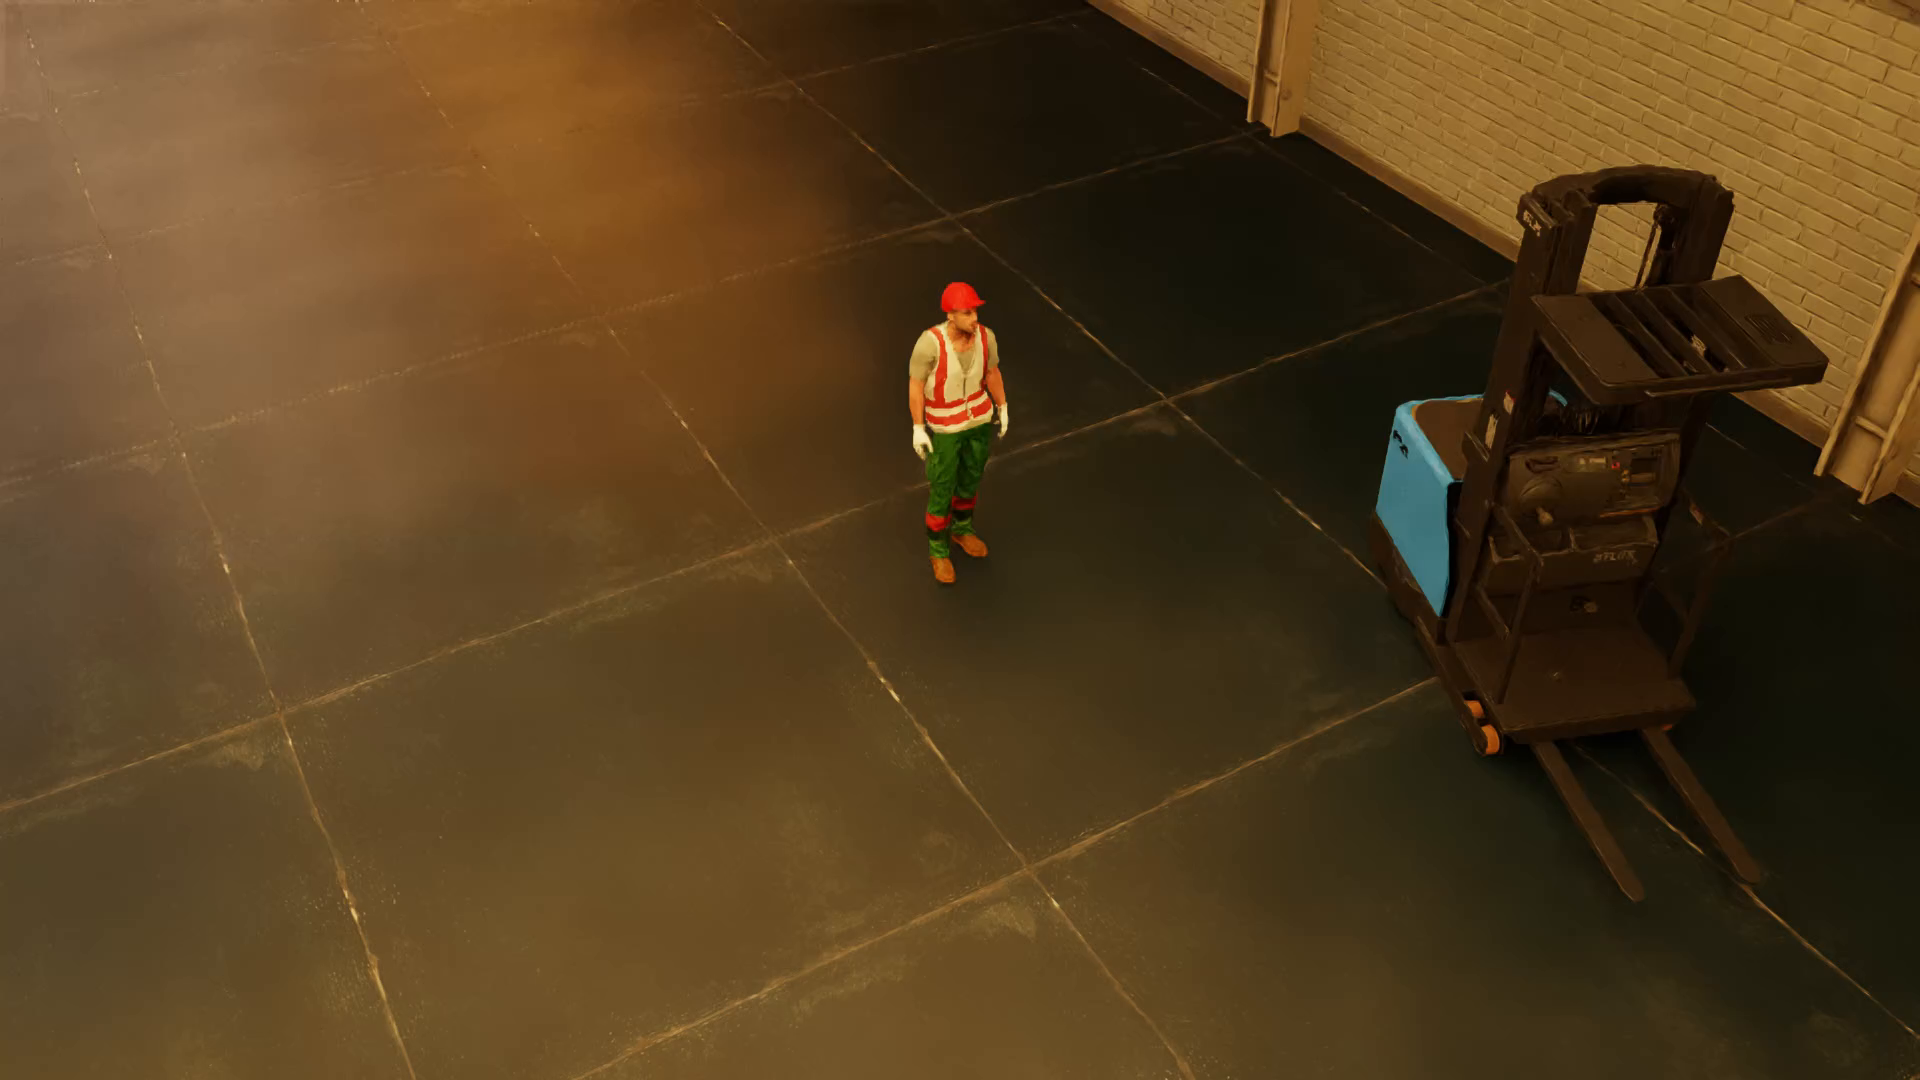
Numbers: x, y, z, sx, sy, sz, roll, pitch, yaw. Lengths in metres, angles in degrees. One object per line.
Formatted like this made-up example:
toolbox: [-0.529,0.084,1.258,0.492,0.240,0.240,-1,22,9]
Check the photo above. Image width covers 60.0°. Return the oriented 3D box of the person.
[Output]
person: [0.031,-0.647,9.698,0.637,1.785,0.563,-20,44,-23]

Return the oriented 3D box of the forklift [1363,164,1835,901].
forklift: [3.292,-0.231,8.314,1.130,2.935,3.031,-8,40,-10]
